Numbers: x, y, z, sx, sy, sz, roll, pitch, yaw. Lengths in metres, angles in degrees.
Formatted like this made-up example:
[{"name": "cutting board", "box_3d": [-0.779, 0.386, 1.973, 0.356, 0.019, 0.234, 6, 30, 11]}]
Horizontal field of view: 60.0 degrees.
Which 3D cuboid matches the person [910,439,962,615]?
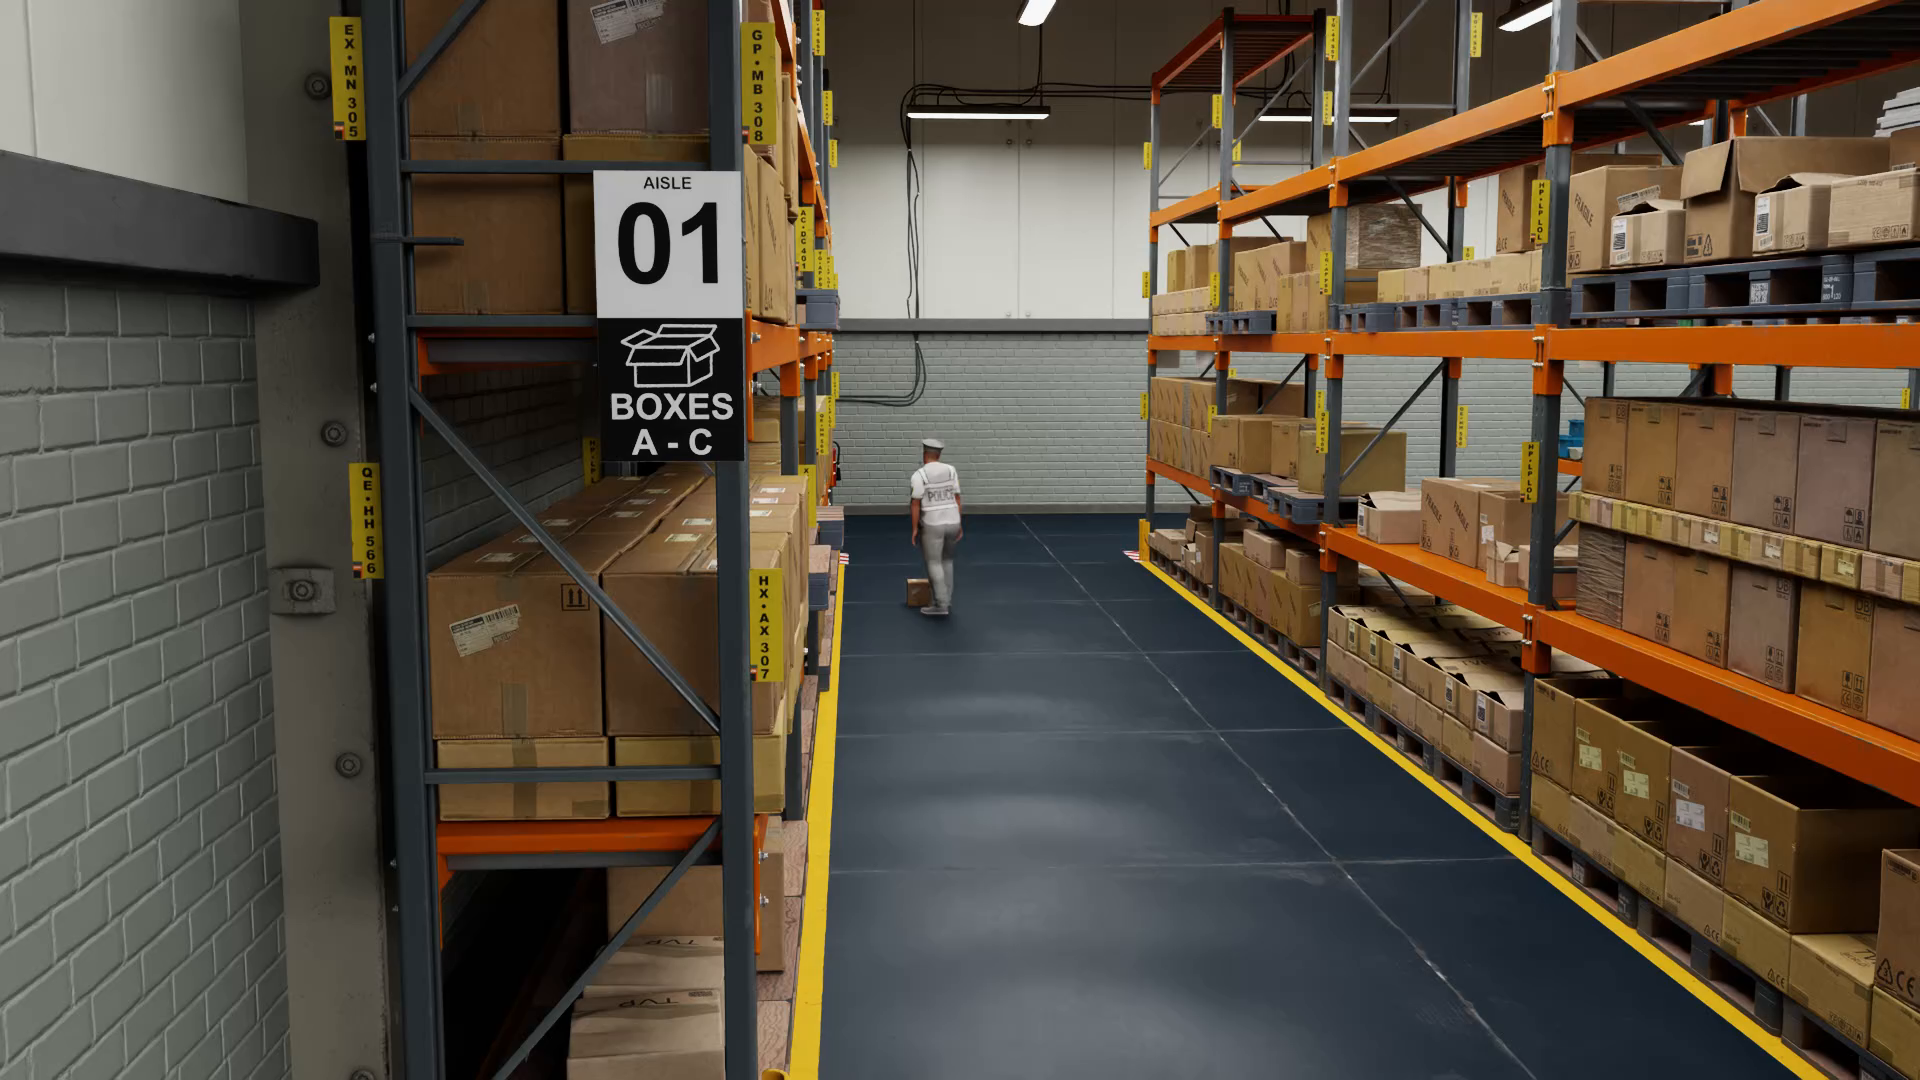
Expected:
[{"name": "person", "box_3d": [-0.253, -0.132, 16.707, 0.564, 1.758, 0.663, -4, 8, -32]}]
